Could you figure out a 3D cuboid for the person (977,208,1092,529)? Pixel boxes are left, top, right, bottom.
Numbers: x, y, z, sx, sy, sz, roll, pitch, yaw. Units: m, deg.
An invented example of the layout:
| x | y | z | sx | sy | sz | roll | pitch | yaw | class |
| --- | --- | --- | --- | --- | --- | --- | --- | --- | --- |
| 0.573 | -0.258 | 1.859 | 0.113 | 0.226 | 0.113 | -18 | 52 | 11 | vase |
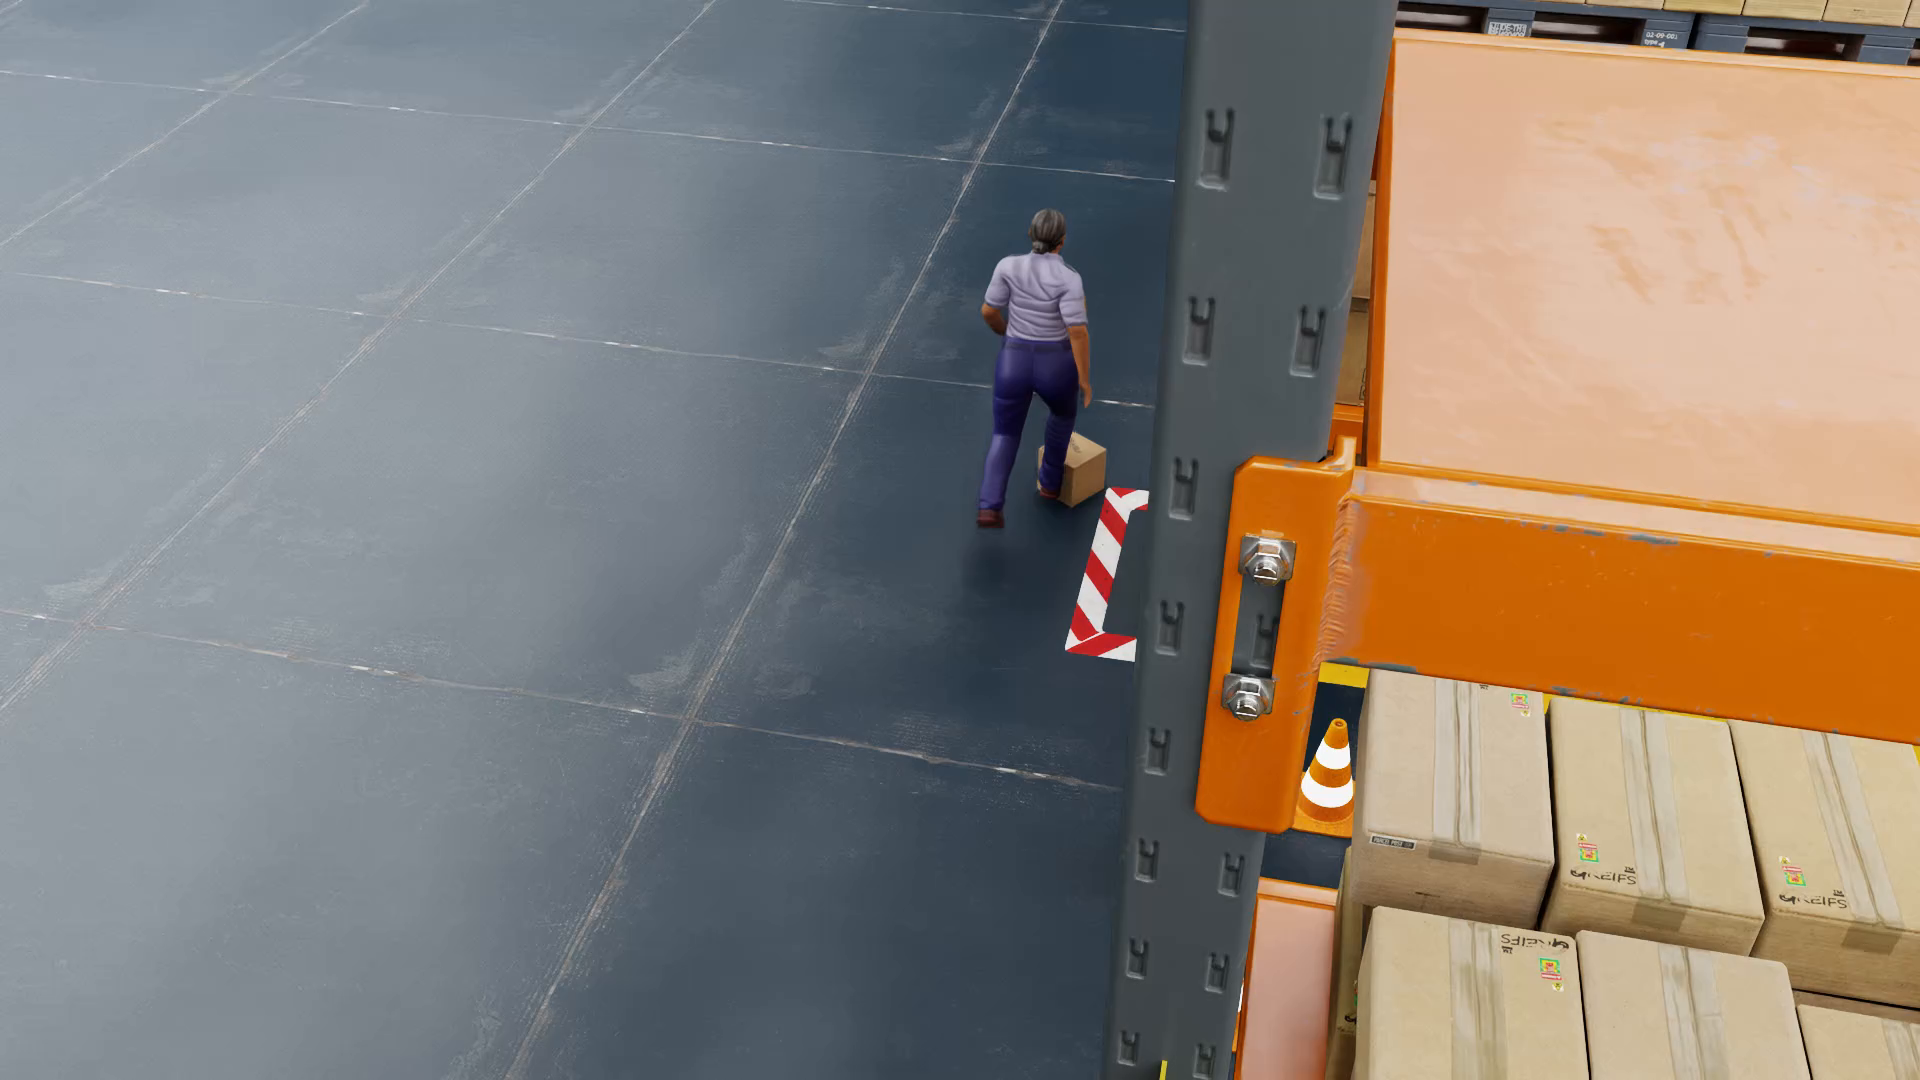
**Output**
| x | y | z | sx | sy | sz | roll | pitch | yaw | class |
| --- | --- | --- | --- | --- | --- | --- | --- | --- | --- |
| 0.351 | -0.766 | 8.029 | 0.580 | 1.627 | 0.814 | 8 | 38 | 11 | person |
